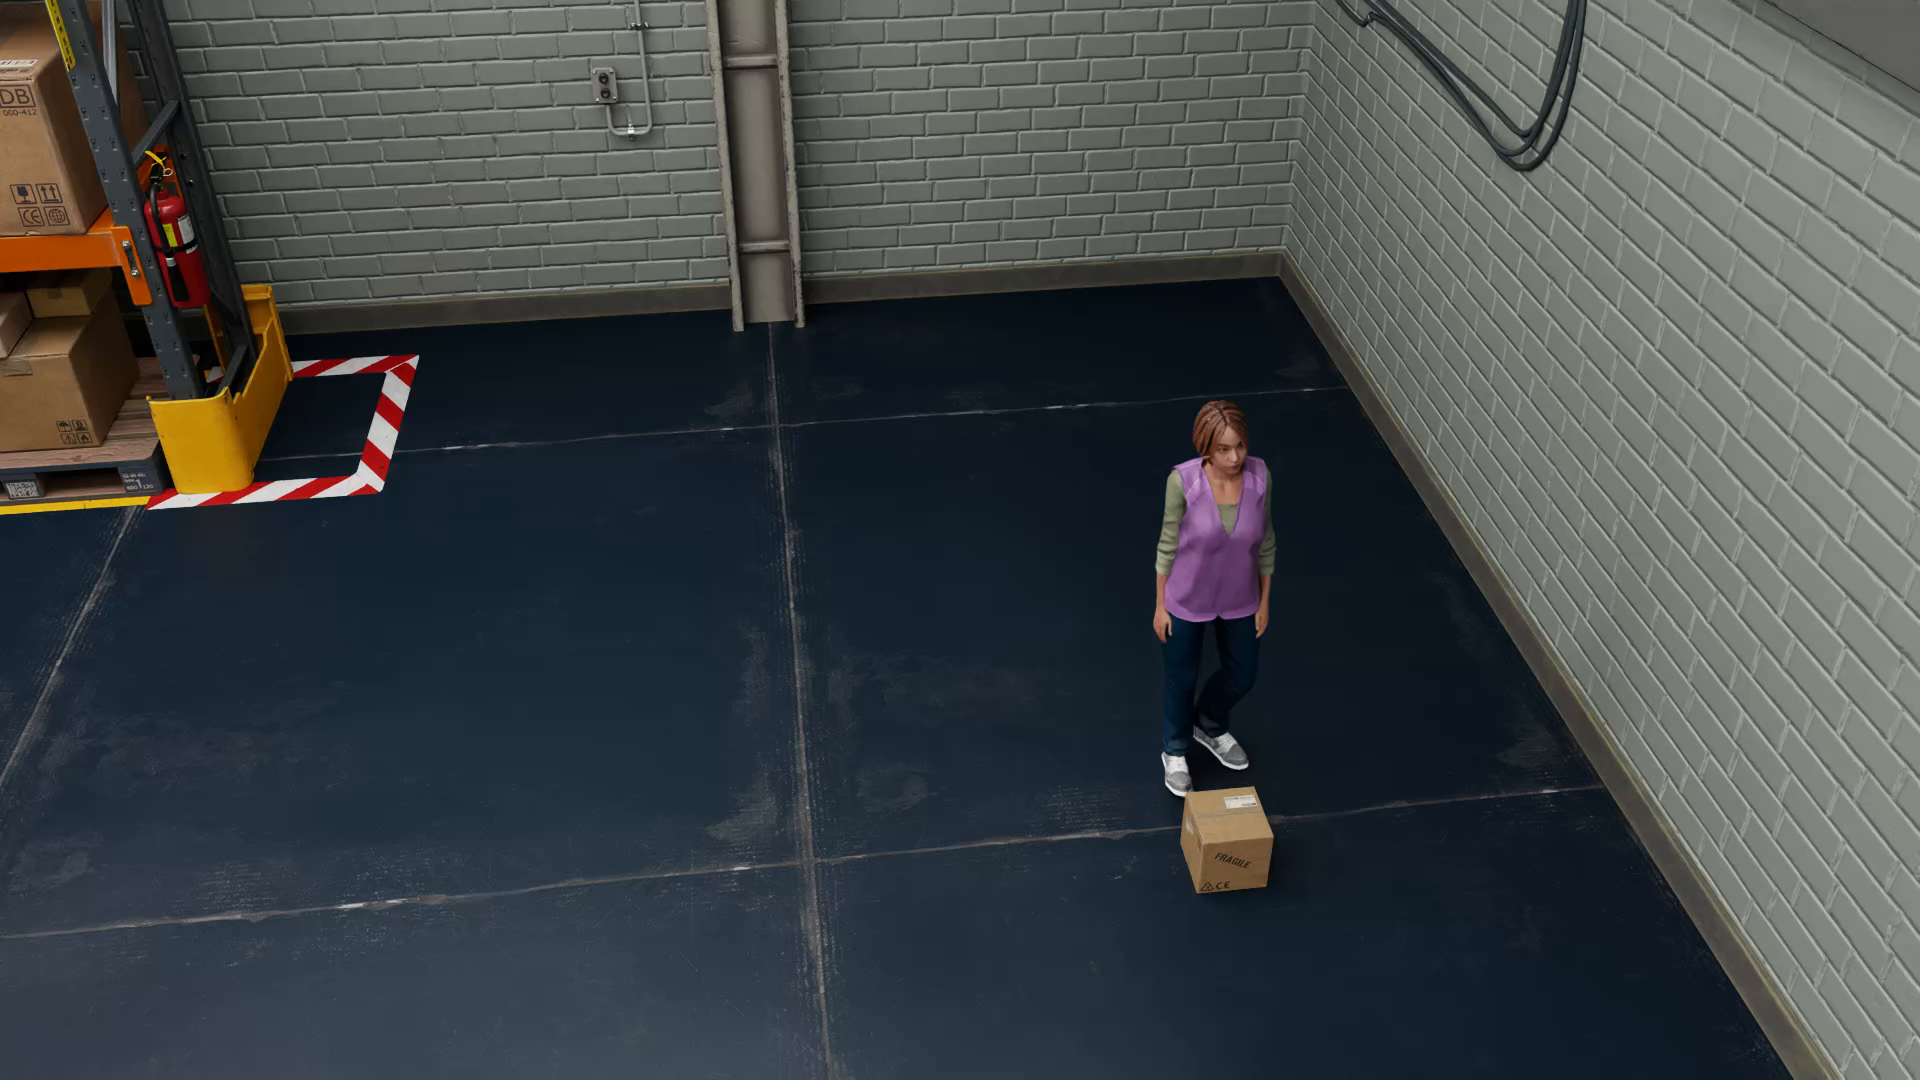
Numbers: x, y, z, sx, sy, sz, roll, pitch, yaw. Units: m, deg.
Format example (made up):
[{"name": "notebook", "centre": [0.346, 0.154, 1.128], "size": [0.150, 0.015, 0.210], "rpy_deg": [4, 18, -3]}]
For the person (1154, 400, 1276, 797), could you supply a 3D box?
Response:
[{"name": "person", "centre": [0.883, 0.209, 5.833], "size": [0.422, 1.596, 0.352], "rpy_deg": [-4, 35, -6]}]
